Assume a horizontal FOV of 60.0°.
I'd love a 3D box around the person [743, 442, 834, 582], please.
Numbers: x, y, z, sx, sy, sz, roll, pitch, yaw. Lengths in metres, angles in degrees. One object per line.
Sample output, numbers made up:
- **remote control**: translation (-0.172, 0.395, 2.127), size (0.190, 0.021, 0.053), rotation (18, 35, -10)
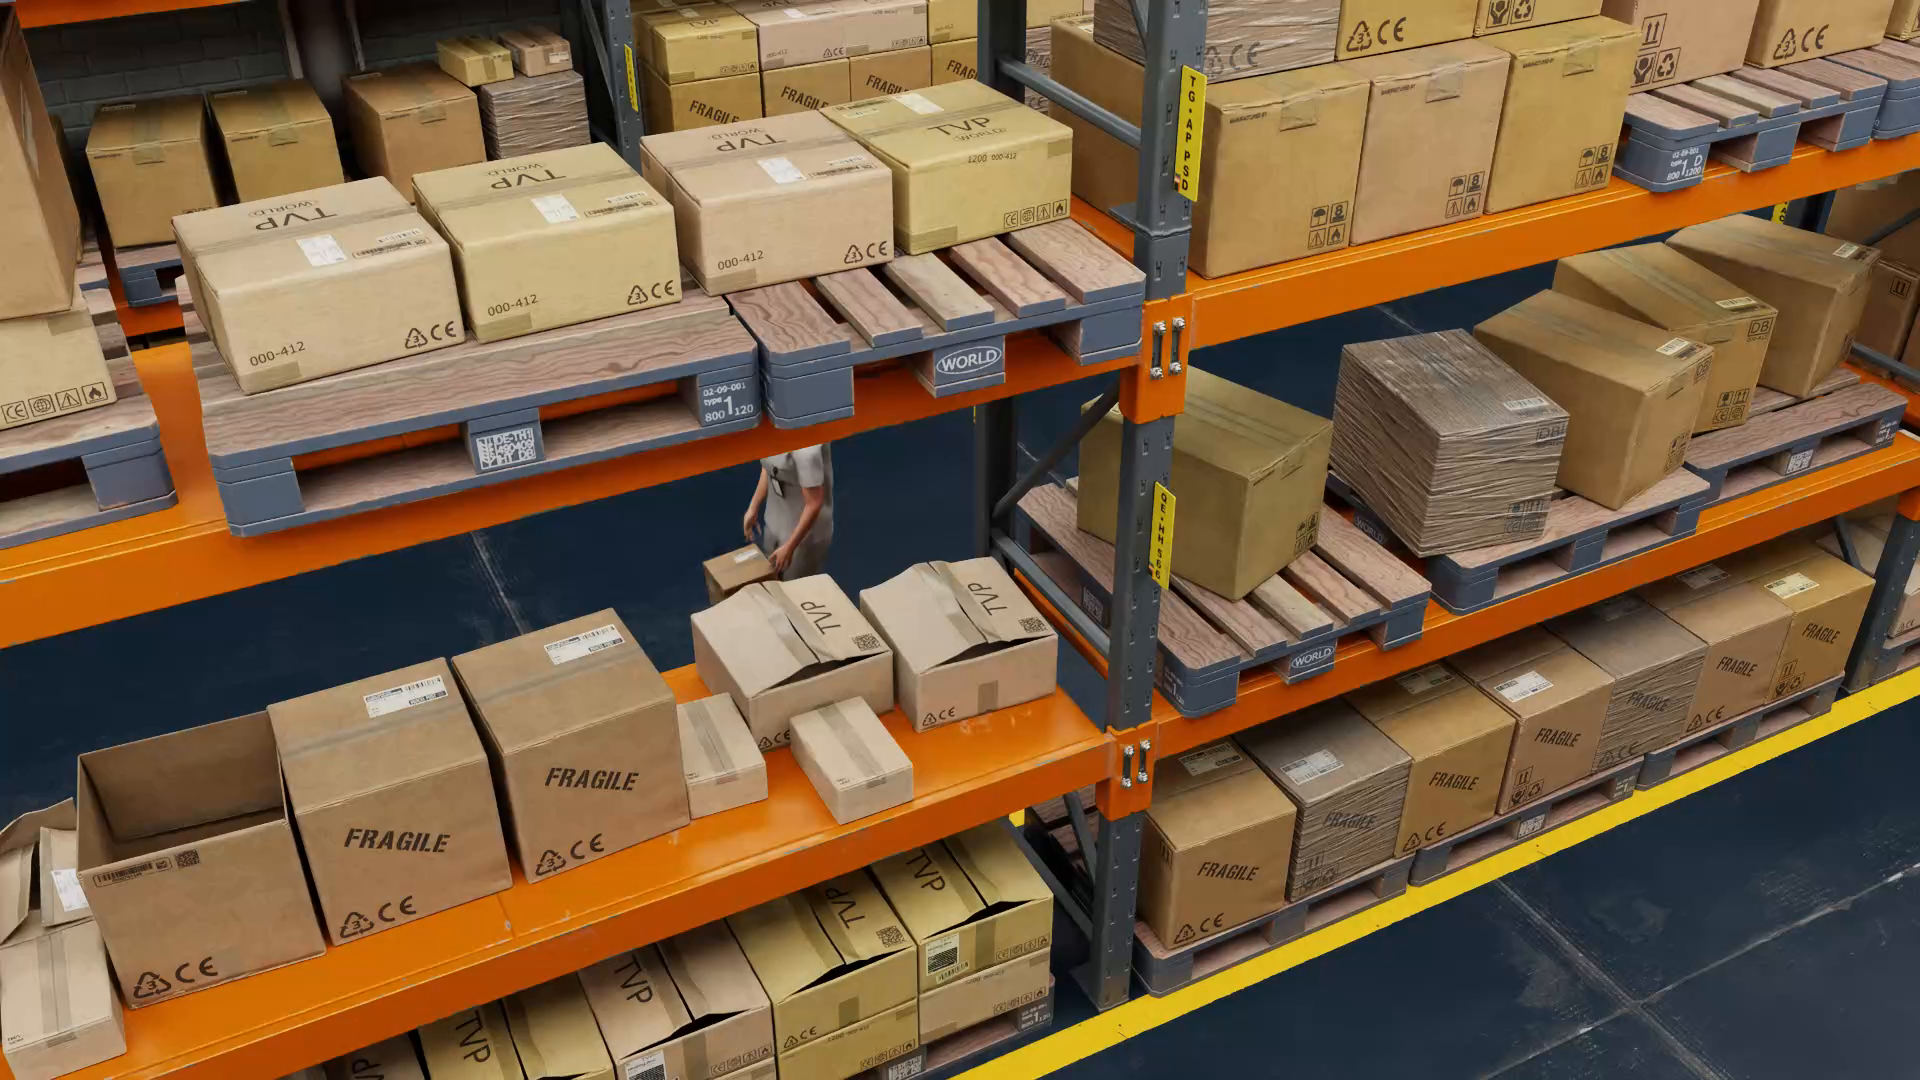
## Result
- **person**: translation (-0.754, -0.029, 7.181), size (0.414, 1.676, 0.471), rotation (-17, 37, -24)
